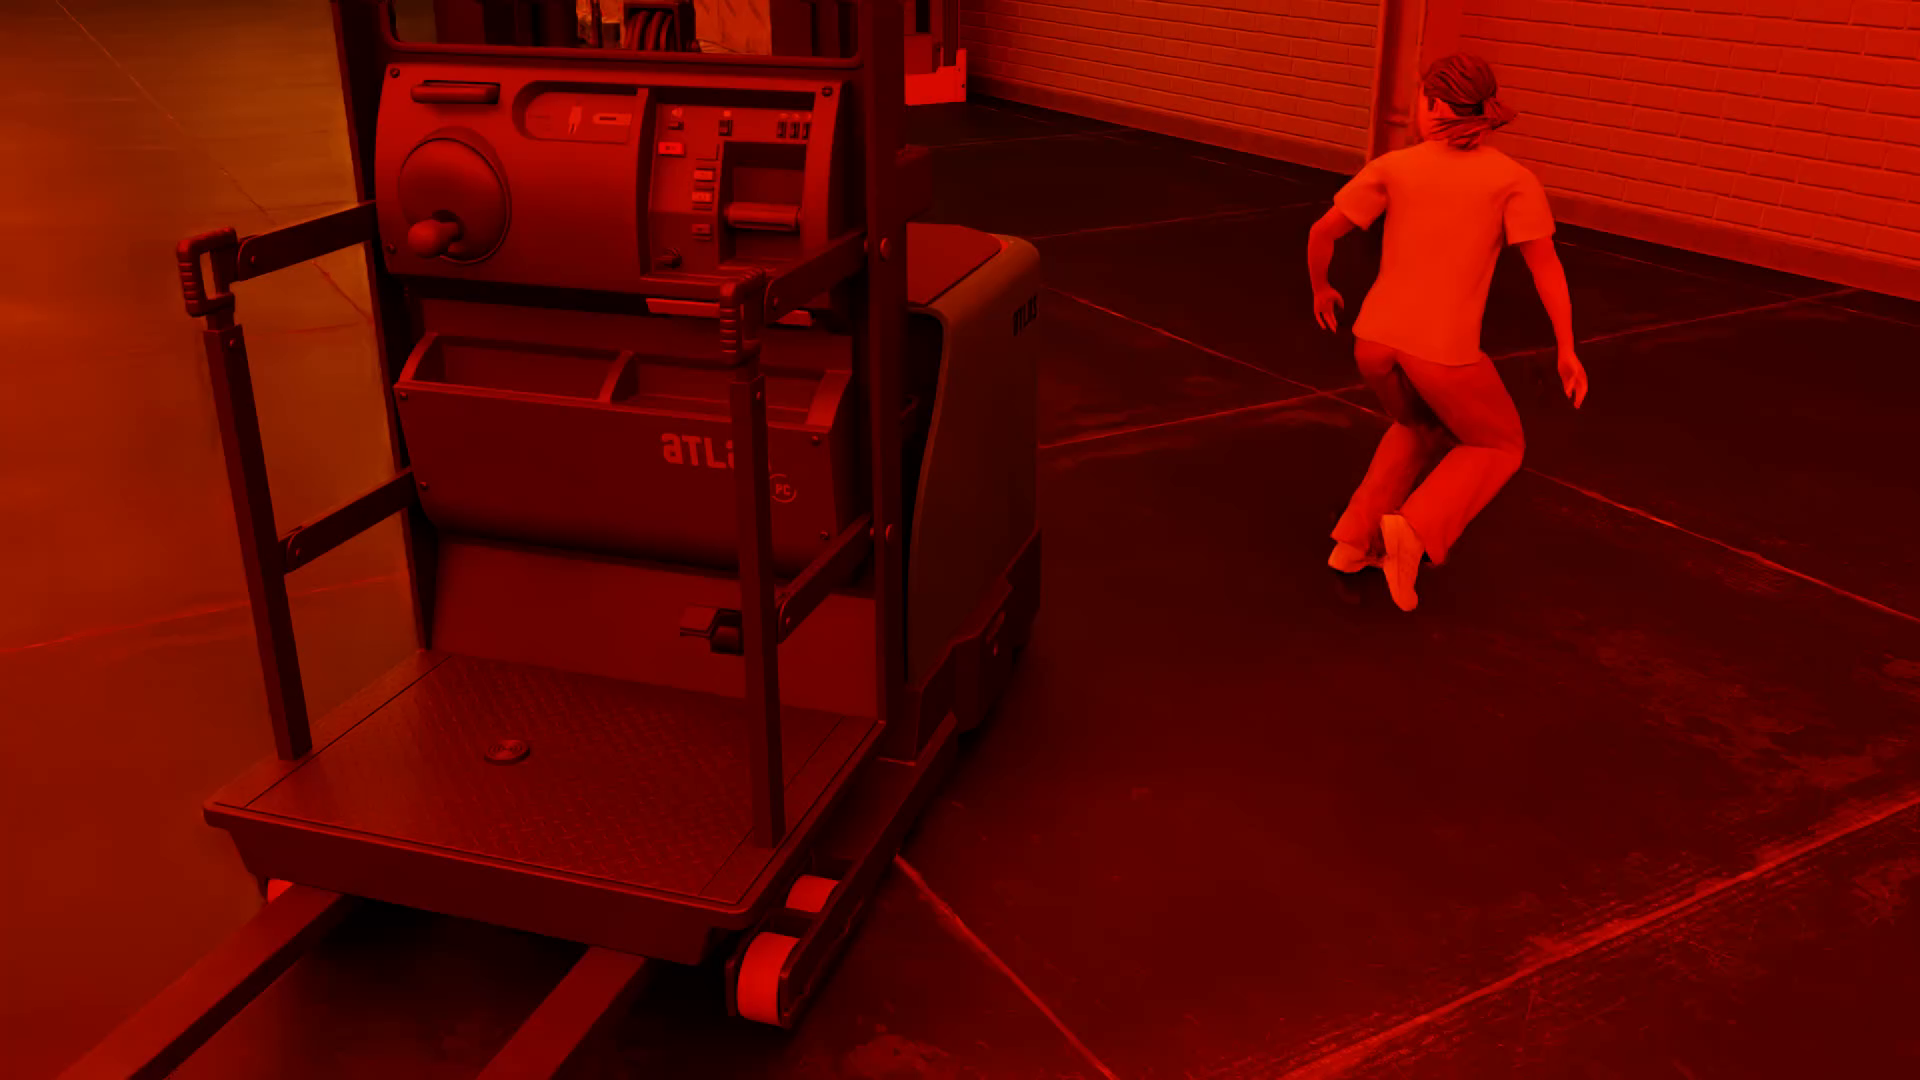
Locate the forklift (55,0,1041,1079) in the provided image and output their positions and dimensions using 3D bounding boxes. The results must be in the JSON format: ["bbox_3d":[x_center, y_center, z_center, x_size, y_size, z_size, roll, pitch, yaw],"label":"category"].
[{"bbox_3d":[-0.722,-0.651,2.859,1.130,2.935,3.031,7,23,16],"label":"forklift"}]

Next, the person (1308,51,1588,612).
[{"bbox_3d":[1.316,-0.559,4.575,0.825,1.483,0.570,17,28,36],"label":"person"}]
